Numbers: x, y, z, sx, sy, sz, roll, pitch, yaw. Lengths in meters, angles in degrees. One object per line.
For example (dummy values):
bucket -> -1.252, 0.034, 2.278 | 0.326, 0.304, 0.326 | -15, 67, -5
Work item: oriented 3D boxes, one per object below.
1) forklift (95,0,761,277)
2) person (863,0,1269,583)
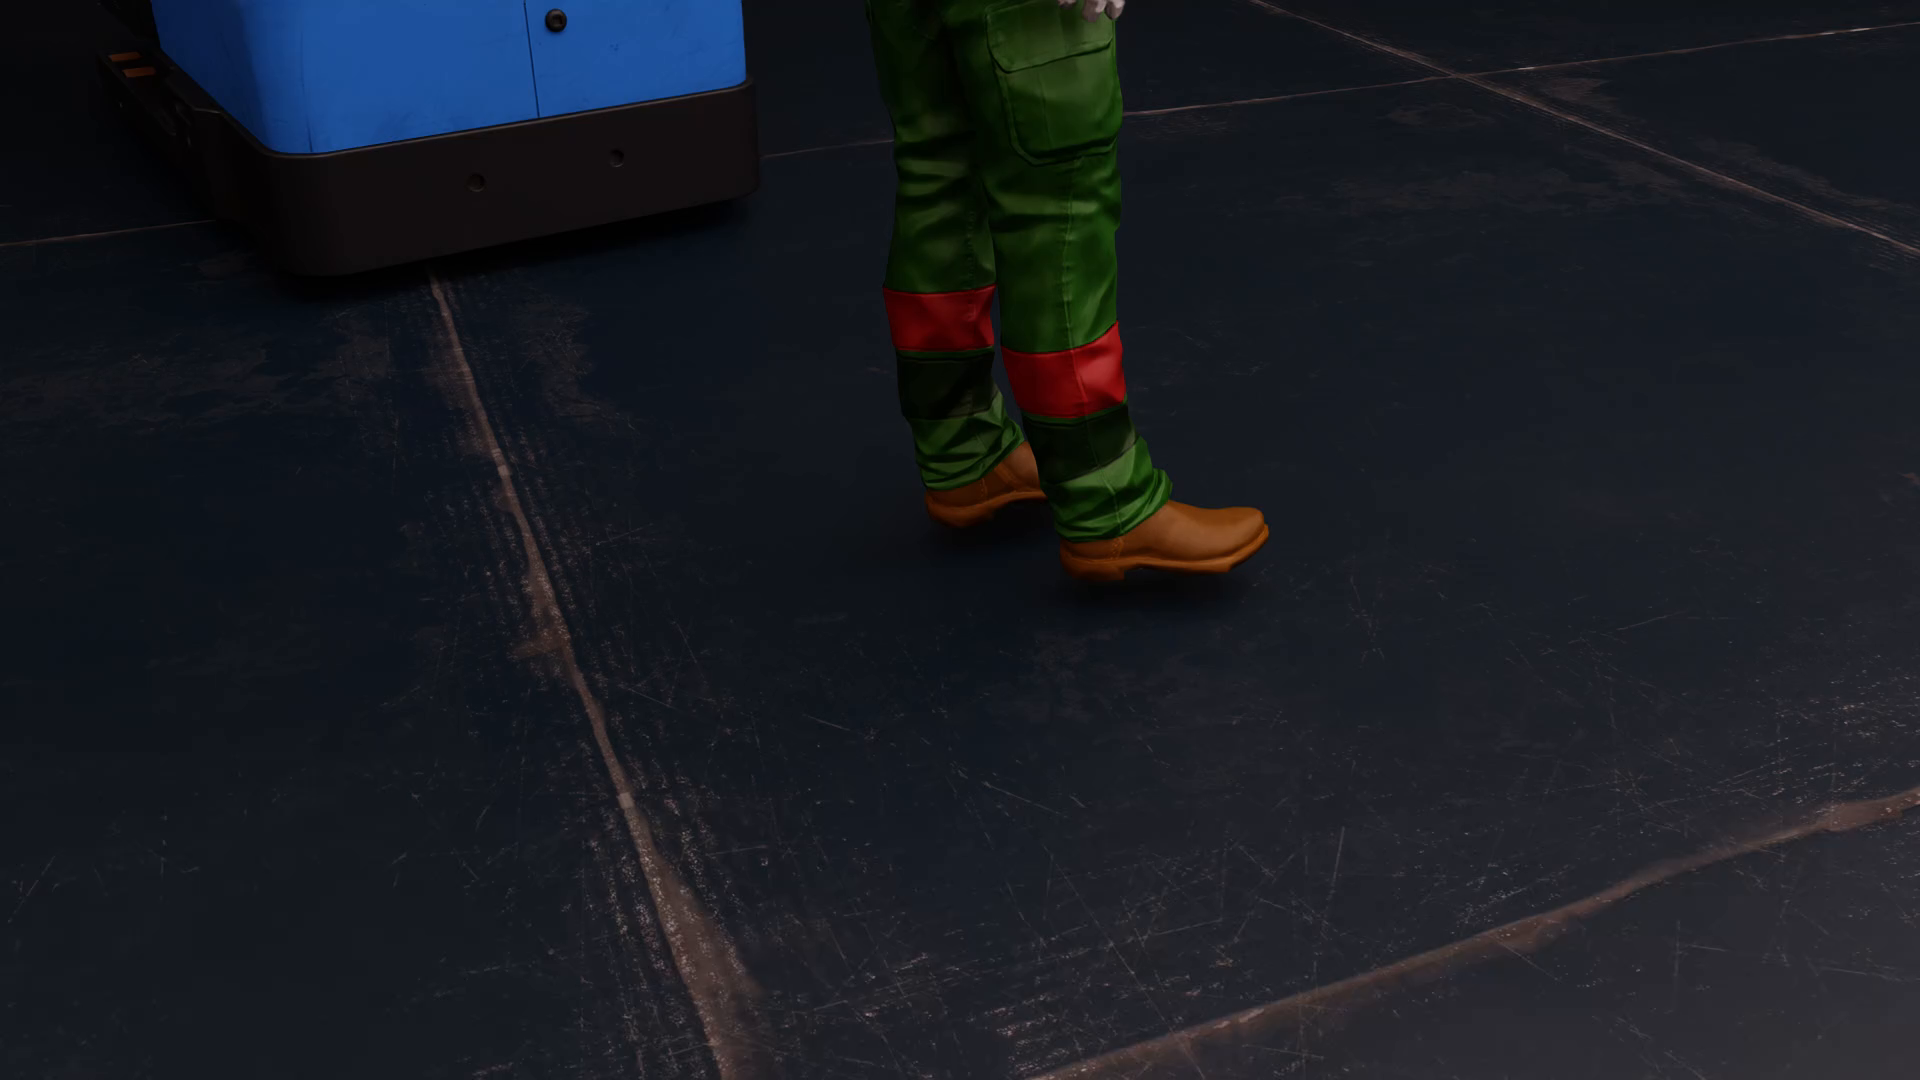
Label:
forklift -> -1.689, -2.472, 3.879 | 1.130, 2.935, 3.031 | -18, 34, -29
person -> 0.078, -0.828, 2.050 | 0.564, 1.786, 0.638 | -11, 32, -19
